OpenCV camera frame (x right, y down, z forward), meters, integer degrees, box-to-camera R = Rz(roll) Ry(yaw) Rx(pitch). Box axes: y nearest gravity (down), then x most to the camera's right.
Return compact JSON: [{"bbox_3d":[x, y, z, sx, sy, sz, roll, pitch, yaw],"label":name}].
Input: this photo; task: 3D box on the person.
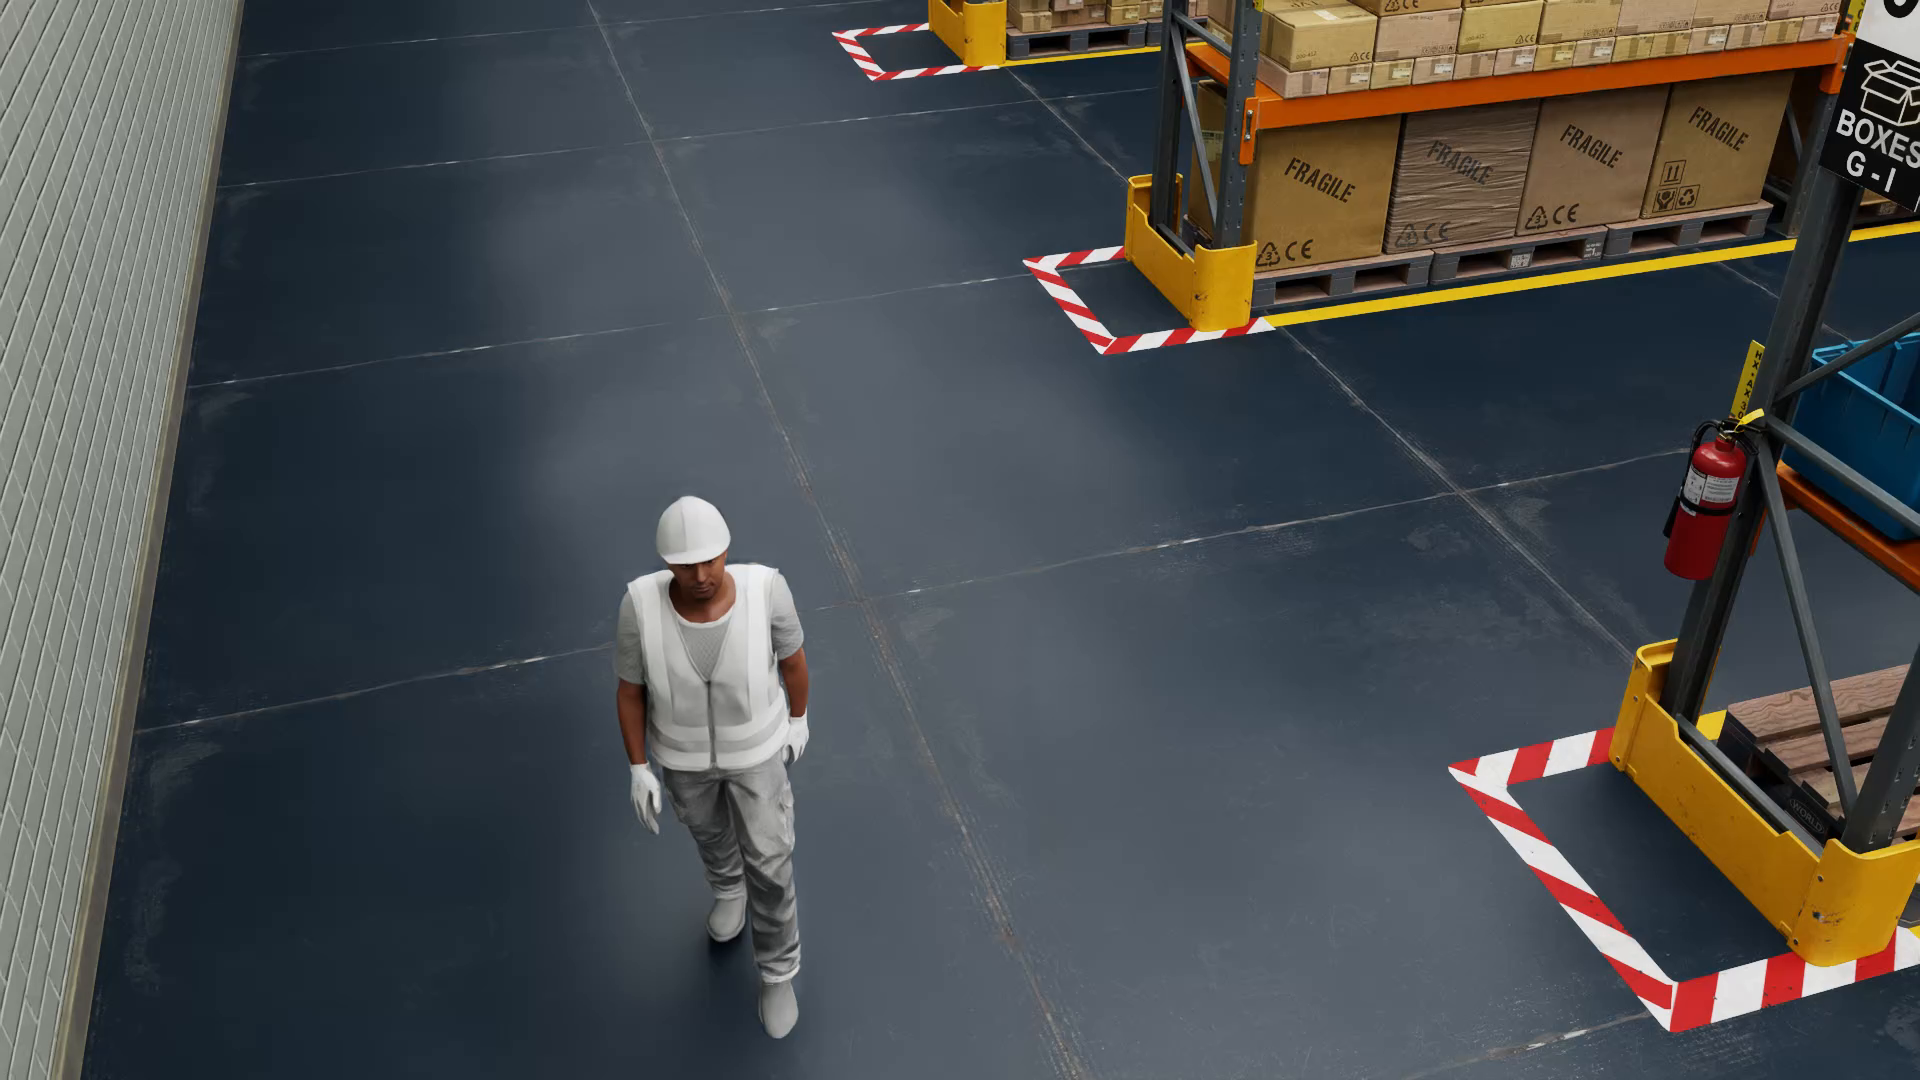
[{"bbox_3d":[-0.742,0.685,5.108,0.565,1.835,0.666,-2,34,-3],"label":"person"}]
